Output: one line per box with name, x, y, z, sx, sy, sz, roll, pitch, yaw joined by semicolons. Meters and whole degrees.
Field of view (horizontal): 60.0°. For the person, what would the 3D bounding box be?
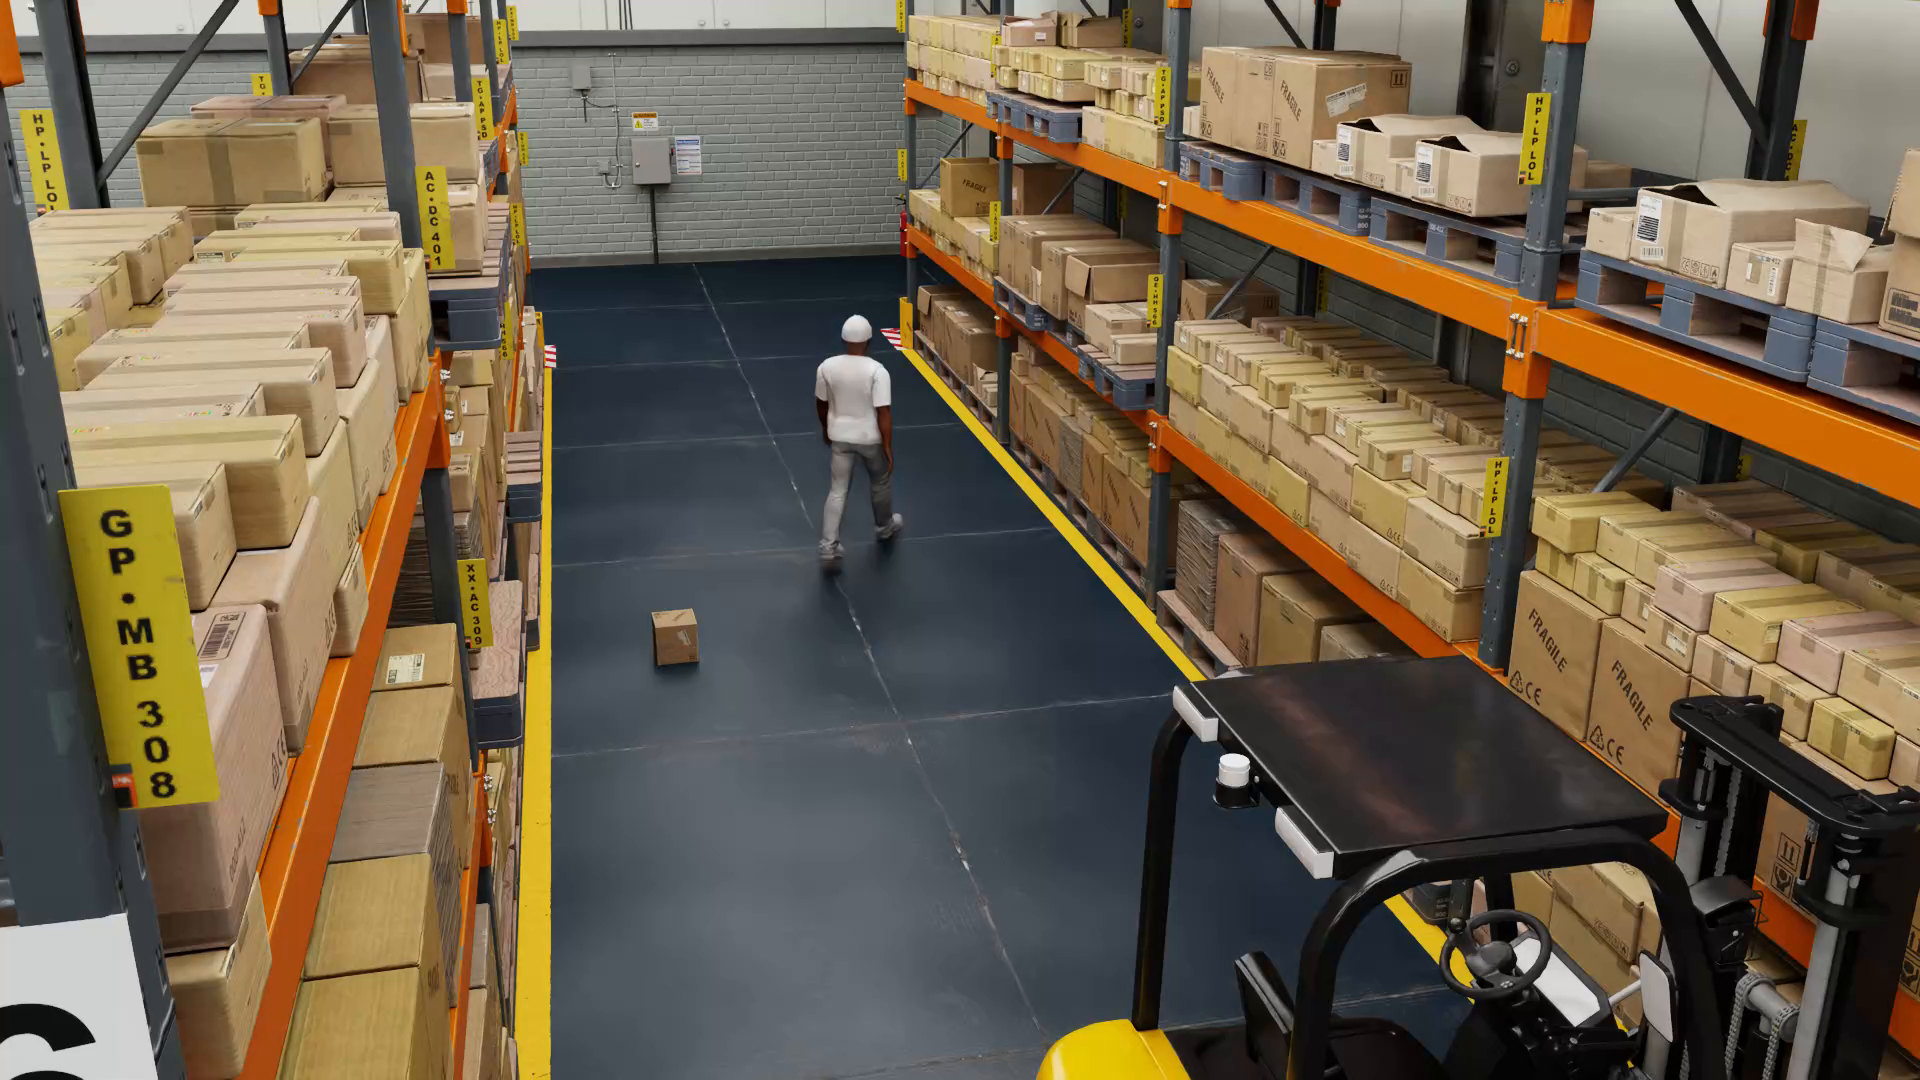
person;-0.712;-0.738;11.643;0.604;1.718;1.081;4;20;11
